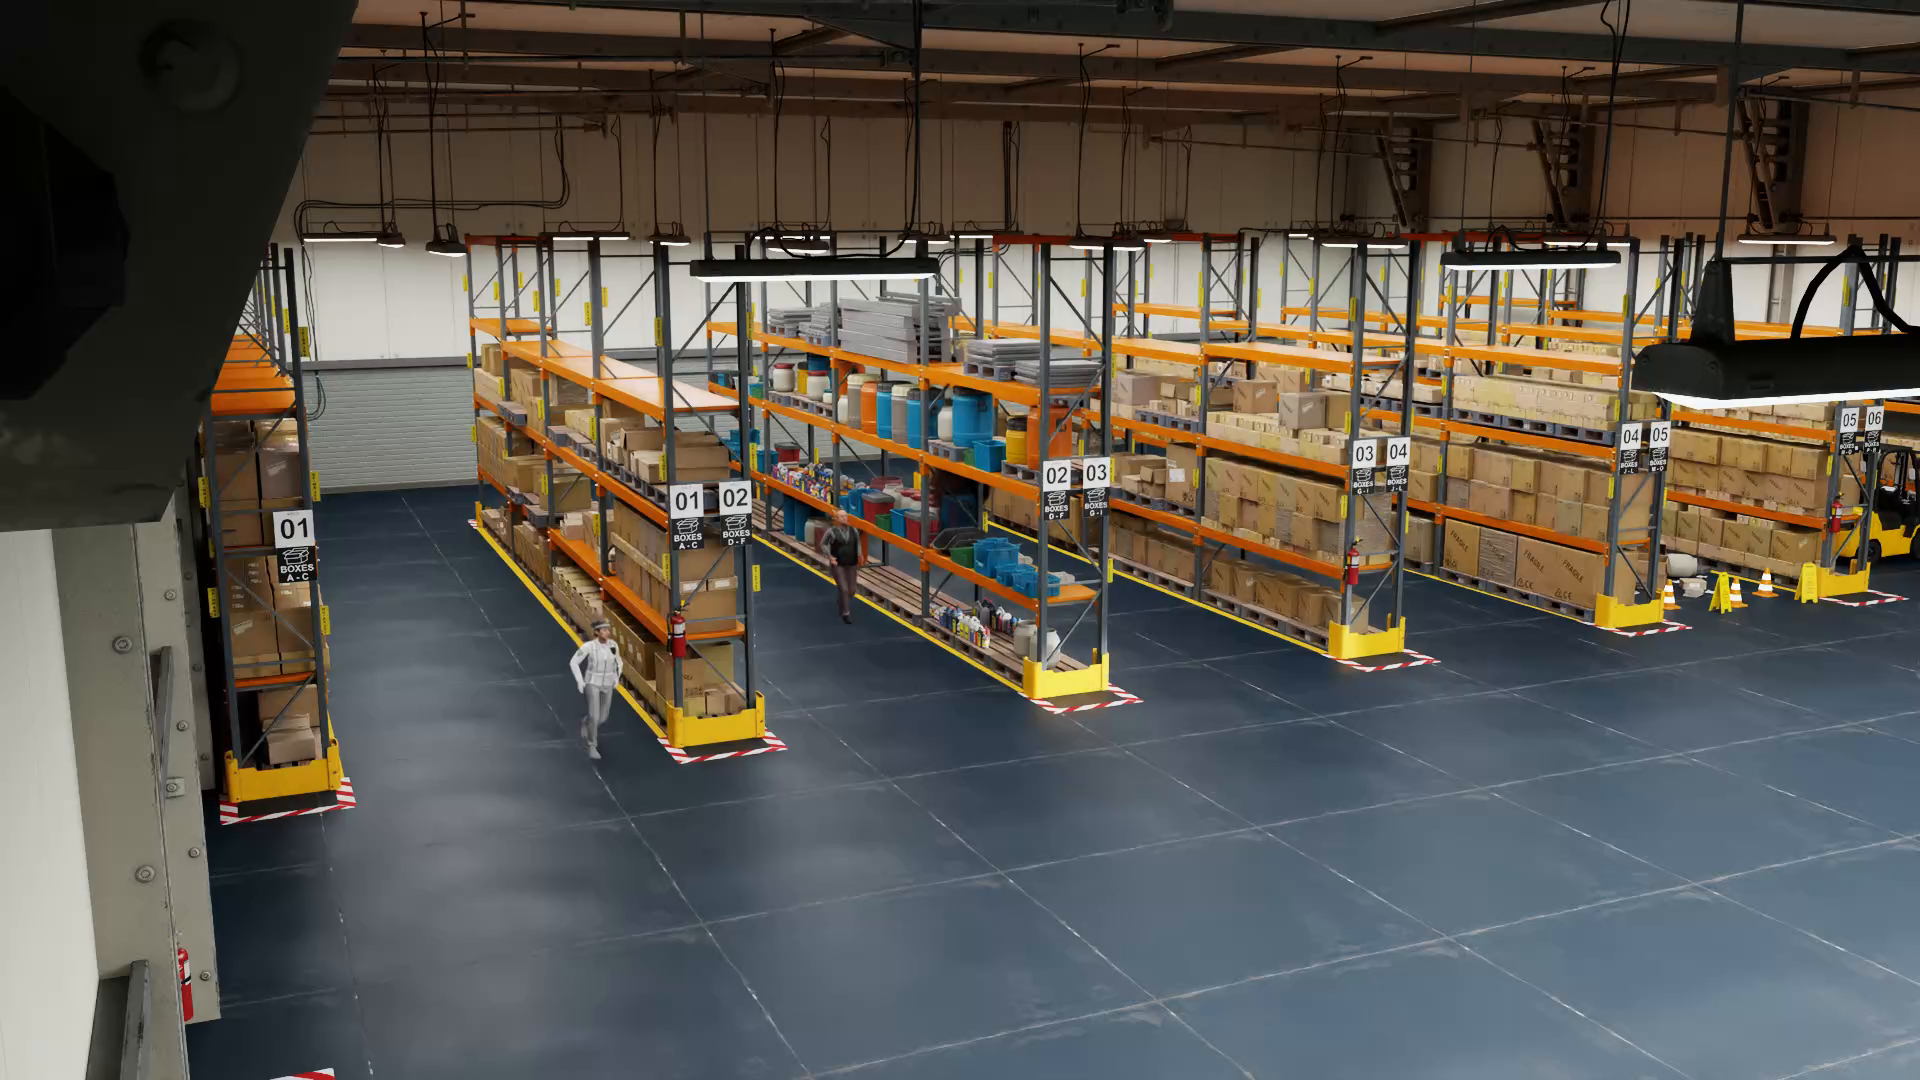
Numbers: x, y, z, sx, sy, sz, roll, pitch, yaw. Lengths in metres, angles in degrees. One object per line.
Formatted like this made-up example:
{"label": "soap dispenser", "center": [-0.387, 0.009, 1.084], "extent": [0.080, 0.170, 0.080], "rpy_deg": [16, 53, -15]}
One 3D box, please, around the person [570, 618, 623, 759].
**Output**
{"label": "person", "center": [-4.346, 1.739, 19.965], "extent": [0.657, 1.662, 0.679], "rpy_deg": [-7, 13, -34]}

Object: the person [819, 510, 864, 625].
{"label": "person", "center": [-1.789, 0.387, 25.227], "extent": [0.661, 1.709, 0.722], "rpy_deg": [-5, 12, -26]}
